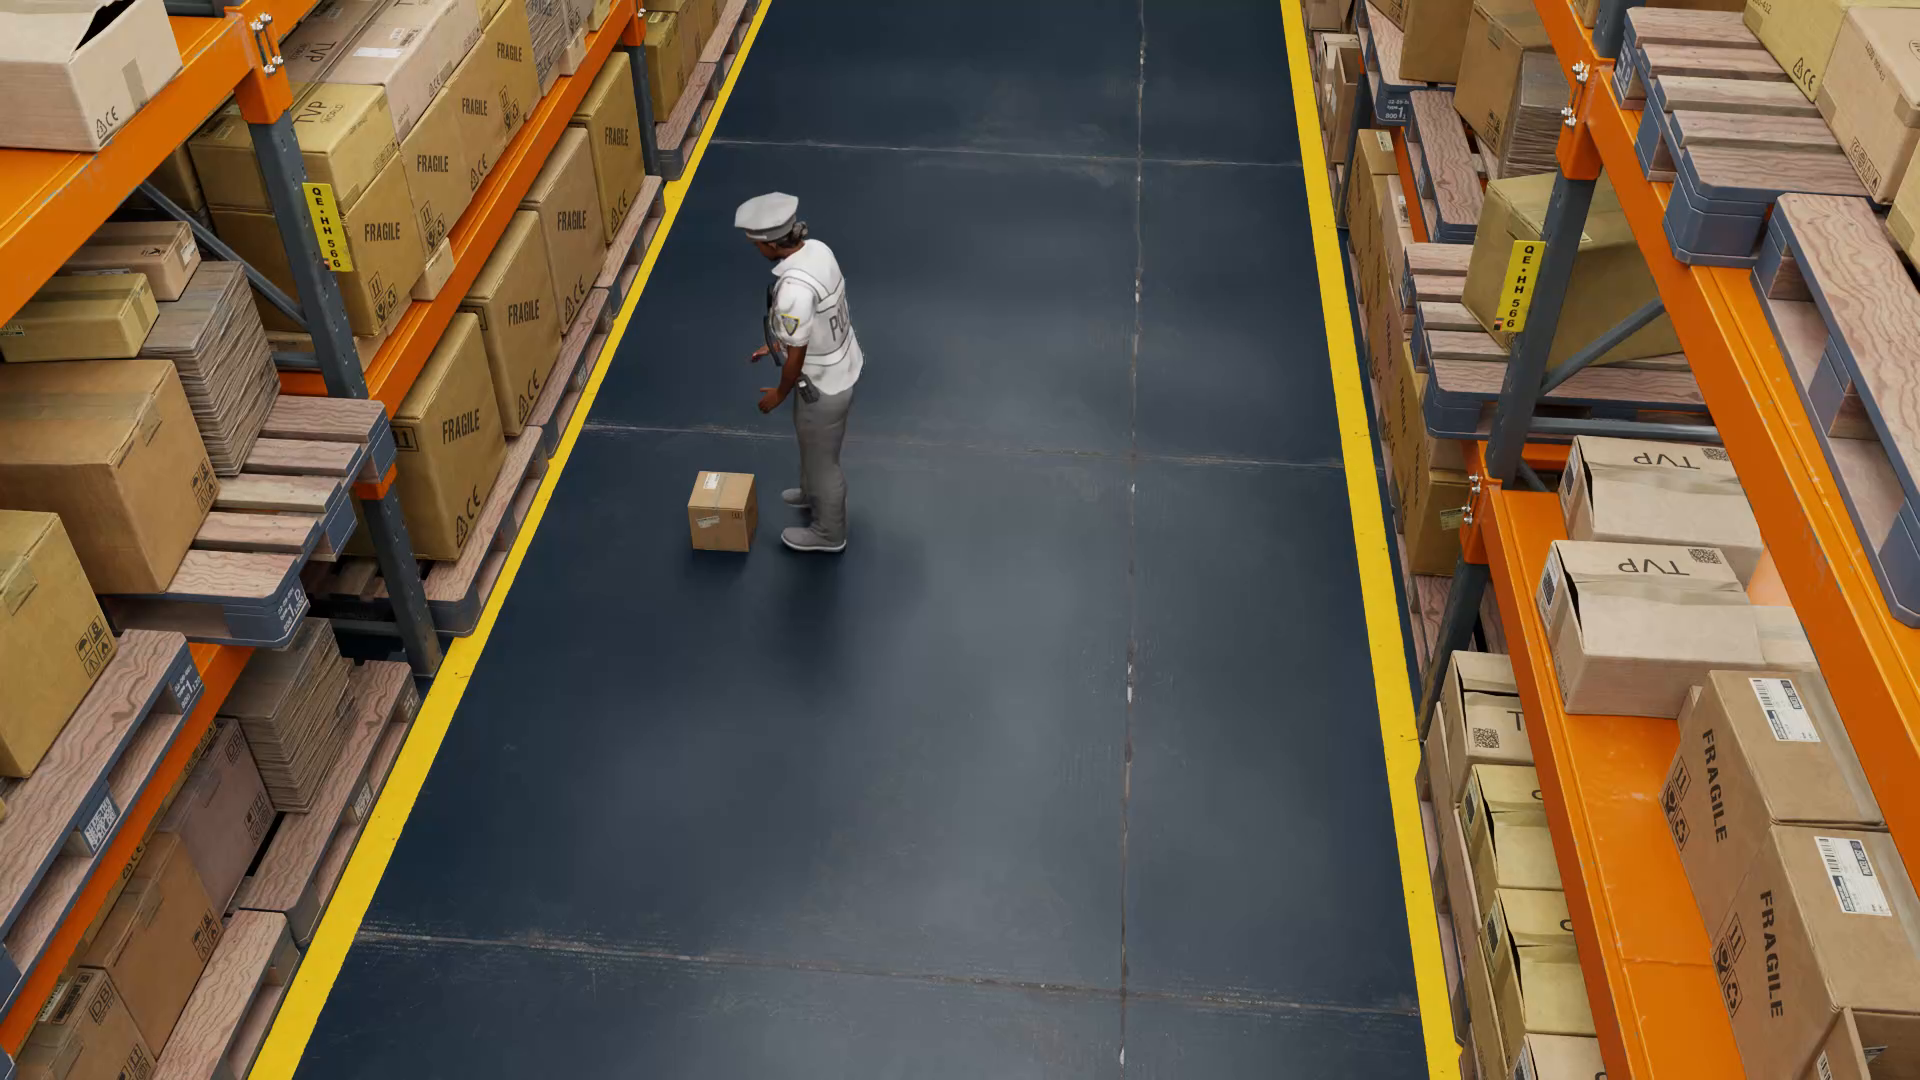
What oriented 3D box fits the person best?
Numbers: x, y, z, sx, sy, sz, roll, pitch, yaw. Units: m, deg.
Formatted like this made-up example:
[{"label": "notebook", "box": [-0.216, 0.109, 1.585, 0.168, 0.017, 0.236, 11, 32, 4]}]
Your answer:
[{"label": "person", "box": [-0.656, -0.672, 6.965, 0.516, 1.687, 0.521, 6, 41, 7]}]
